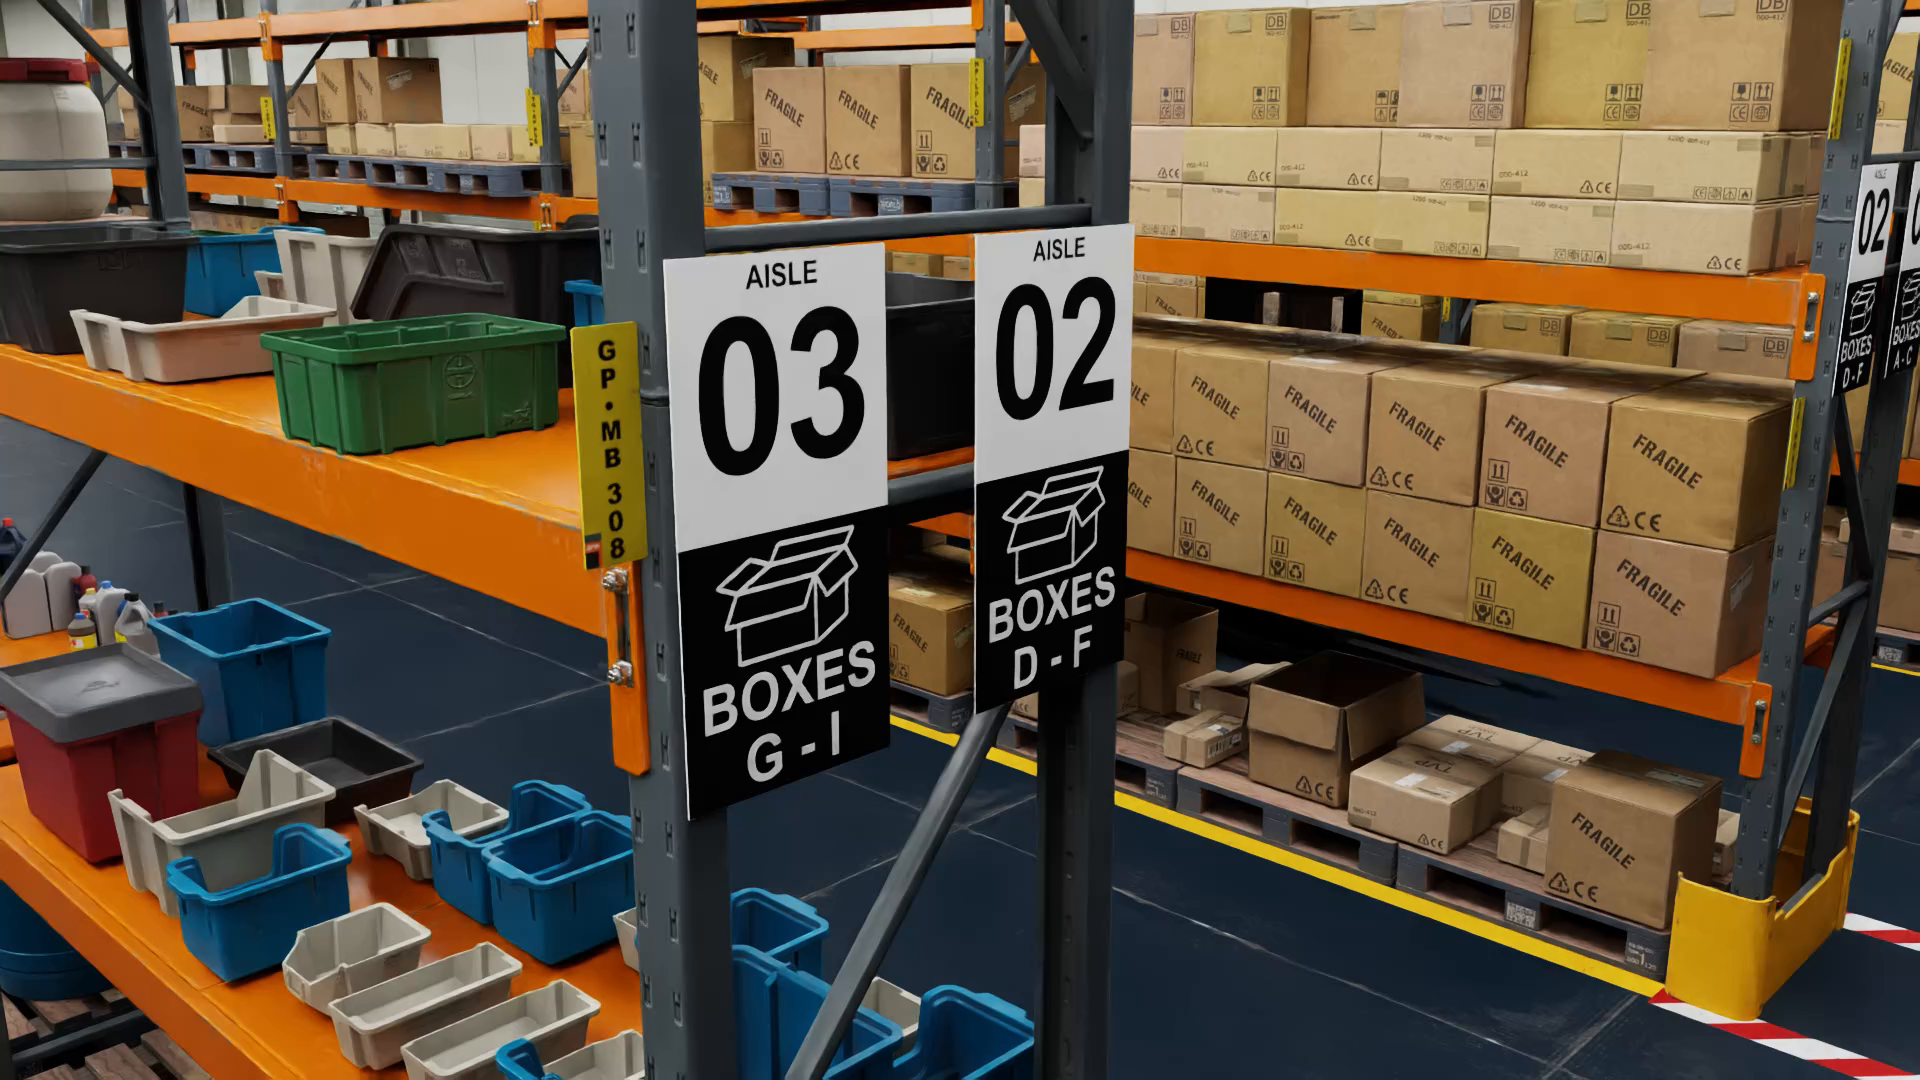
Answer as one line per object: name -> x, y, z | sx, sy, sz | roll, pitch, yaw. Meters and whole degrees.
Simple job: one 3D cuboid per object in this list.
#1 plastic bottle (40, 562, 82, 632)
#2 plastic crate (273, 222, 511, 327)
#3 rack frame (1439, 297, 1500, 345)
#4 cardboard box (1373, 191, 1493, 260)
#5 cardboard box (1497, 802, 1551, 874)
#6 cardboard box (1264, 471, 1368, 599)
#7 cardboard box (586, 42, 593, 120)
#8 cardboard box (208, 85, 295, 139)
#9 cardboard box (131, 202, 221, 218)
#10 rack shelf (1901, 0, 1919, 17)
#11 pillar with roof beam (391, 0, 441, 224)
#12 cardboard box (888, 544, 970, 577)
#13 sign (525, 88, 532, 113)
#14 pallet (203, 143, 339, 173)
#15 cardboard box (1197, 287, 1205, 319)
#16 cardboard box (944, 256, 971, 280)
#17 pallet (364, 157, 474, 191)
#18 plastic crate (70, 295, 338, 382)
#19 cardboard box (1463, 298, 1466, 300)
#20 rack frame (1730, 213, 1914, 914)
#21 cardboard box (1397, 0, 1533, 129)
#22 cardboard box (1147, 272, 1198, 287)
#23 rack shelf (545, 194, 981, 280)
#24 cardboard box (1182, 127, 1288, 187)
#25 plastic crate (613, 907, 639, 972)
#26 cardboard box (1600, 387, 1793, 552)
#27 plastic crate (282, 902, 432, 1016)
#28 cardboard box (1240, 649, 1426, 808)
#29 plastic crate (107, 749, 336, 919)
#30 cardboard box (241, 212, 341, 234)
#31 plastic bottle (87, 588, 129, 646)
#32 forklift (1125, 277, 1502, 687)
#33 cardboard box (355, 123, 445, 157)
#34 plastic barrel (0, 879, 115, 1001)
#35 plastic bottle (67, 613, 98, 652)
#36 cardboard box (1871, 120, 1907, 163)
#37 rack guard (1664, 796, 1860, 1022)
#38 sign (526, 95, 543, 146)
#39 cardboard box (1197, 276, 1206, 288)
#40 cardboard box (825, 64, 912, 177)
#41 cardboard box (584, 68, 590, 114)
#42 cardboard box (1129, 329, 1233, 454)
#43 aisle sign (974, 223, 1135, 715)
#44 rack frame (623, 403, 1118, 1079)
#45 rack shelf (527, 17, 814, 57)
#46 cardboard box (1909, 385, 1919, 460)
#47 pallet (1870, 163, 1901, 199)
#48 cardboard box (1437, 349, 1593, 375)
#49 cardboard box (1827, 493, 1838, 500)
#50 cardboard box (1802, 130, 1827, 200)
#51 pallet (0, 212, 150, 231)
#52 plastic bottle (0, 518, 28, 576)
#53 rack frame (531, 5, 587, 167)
plastic bottle -> -3.712, 0.221, 6.880 | 0.135, 0.276, 0.152 | 14, 20, 42
plastic crate -> -1.478, -0.665, 4.320 | 0.530, 0.282, 0.437 | 14, 20, 42
rack frame -> 3.900, -1.325, 12.567 | 0.127, 3.000, 1.000 | 14, 20, 42
cardboard box -> 2.070, -1.321, 6.900 | 0.500, 0.250, 0.500 | 14, 20, 42
cardboard box -> 2.553, 1.296, 7.257 | 0.250, 0.166, 0.380 | 14, 20, 42
cardboard box -> 1.739, -0.069, 7.549 | 0.500, 0.500, 0.500 | 13, 20, 41
cardboard box -> -2.105, -3.031, 10.986 | 0.500, 0.500, 0.500 | 14, 20, 42
cardboard box -> -6.392, -3.909, 15.220 | 0.797, 0.503, 0.637 | -12, 19, -38
cardboard box -> -7.809, -3.108, 16.640 | 0.500, 0.500, 0.700 | 14, 20, 42
rack shelf -> 5.340, -3.336, 10.609 | 4.000, 0.370, 1.077 | 14, 20, 42
pillar with roof beam -> -10.941, -6.631, 21.035 | 0.400, 9.000, 9.100 | 14, 20, 42
cardboard box -> -0.106, 0.352, 10.219 | 0.500, 0.500, 0.500 | 14, 20, 43
sign -> -5.115, -5.201, 19.761 | 0.005, 0.325, 0.100 | 14, 20, 42
pallet -> -5.926, -3.378, 14.675 | 1.213, 0.211, 1.003 | 14, 20, 42
cardboard box -> 2.300, -1.825, 13.660 | 0.500, 0.500, 0.500 | -14, 20, -43
cardboard box -> 0.254, -2.459, 15.851 | 0.500, 0.500, 0.700 | 11, 18, 37
pallet -> -3.773, -2.783, 12.589 | 1.003, 0.211, 1.213 | -13, 20, -42
plastic crate -> -1.756, -0.467, 3.849 | 0.530, 0.136, 0.437 | 14, 20, 42
cardboard box -> 3.750, -2.017, 12.911 | 0.500, 0.250, 0.500 | -14, 20, -42
rack frame -> 3.344, 0.275, 6.427 | 0.127, 3.000, 1.000 | 14, 20, 42
cardboard box -> 2.227, -1.967, 6.900 | 0.500, 0.500, 0.700 | 14, 20, 42
cardboard box -> 1.919, -2.283, 13.929 | 0.500, 0.250, 0.500 | 14, 20, 43
rack shelf -> -0.975, -1.878, 10.170 | 4.000, 0.370, 1.077 | 14, 20, 42
cardboard box -> 1.355, -1.739, 7.513 | 0.500, 0.250, 0.500 | 14, 20, 42
plastic crate -> -0.708, 0.979, 4.129 | 0.298, 0.136, 0.250 | 14, 20, 42
cardboard box -> 2.833, -0.285, 6.396 | 0.500, 0.500, 0.500 | 13, 20, 42
plastic crate -> -1.451, 1.016, 3.987 | 0.250, 0.136, 0.298 | 14, 20, 42
cardboard box -> 1.821, 0.898, 8.115 | 0.637, 0.503, 0.797 | 14, 20, 42
plastic crate -> -2.005, 0.802, 4.519 | 0.530, 0.282, 0.437 | 14, 20, 42
cardboard box -> -5.983, -2.666, 14.943 | 0.500, 0.500, 0.700 | 14, 20, 42
plastic bottle -> -3.308, 0.319, 6.504 | 0.135, 0.276, 0.152 | 14, 20, 42
forklift -> 2.309, -0.725, 10.400 | 1.130, 2.935, 3.031 | -12, 19, -38
cardboard box -> -4.460, -3.202, 13.288 | 0.500, 0.250, 0.500 | 11, 18, 37
plastic barrel -> -3.356, 1.187, 6.255 | 0.708, 0.901, 0.600 | 14, 20, 42
plastic bottle -> -3.382, 0.381, 6.414 | 0.097, 0.201, 0.097 | 0, 15, 0
cardboard box -> 5.693, -2.426, 10.112 | 0.500, 0.250, 0.500 | 13, 19, 40
rack guard -> 3.289, 1.471, 6.794 | 0.348, 0.500, 1.175 | 14, 20, 42
sign -> -2.806, -2.766, 10.966 | 0.005, 0.325, 0.100 | 14, 20, 42
cardboard box -> 2.291, -2.195, 13.590 | 0.500, 0.250, 0.500 | 13, 20, 41
cardboard box -> -0.344, -2.391, 9.480 | 0.600, 0.600, 0.600 | 13, 20, 42
cardboard box -> -3.927, -5.122, 18.972 | 0.500, 0.500, 0.500 | -14, 20, -43
cardboard box -> 0.980, -0.733, 8.117 | 0.500, 0.500, 0.500 | 13, 19, 40
aisle sign -> 0.161, -0.126, 2.810 | 0.004, 0.787, 0.394 | 14, 20, 42
rack frame -> -0.097, 1.174, 2.979 | 0.127, 3.000, 1.000 | 14, 20, 42
rack shelf -> -3.298, -5.628, 18.619 | 4.000, 0.370, 1.077 | 14, 20, 42
cardboard box -> 6.406, -0.857, 10.178 | 0.980, 0.700, 0.700 | -13, 20, -42
pallet -> 6.238, -2.161, 10.005 | 1.213, 0.211, 1.003 | 14, 20, 42
cardboard box -> 2.469, -0.561, 7.456 | 0.500, 0.500, 0.500 | 14, 20, 43
cardboard box -> 5.707, -0.228, 11.195 | 0.250, 0.149, 0.380 | 14, 20, 43
cardboard box -> 3.155, -1.483, 6.531 | 0.500, 0.250, 0.500 | 14, 20, 42
pallet -> -3.608, -1.006, 5.770 | 1.003, 0.211, 1.213 | 14, 20, 42
plastic bottle -> -4.131, 0.082, 7.267 | 0.185, 0.351, 0.144 | 14, 20, 42
rack frame -> -2.415, -4.028, 11.044 | 0.127, 3.000, 1.000 | 14, 20, 42
